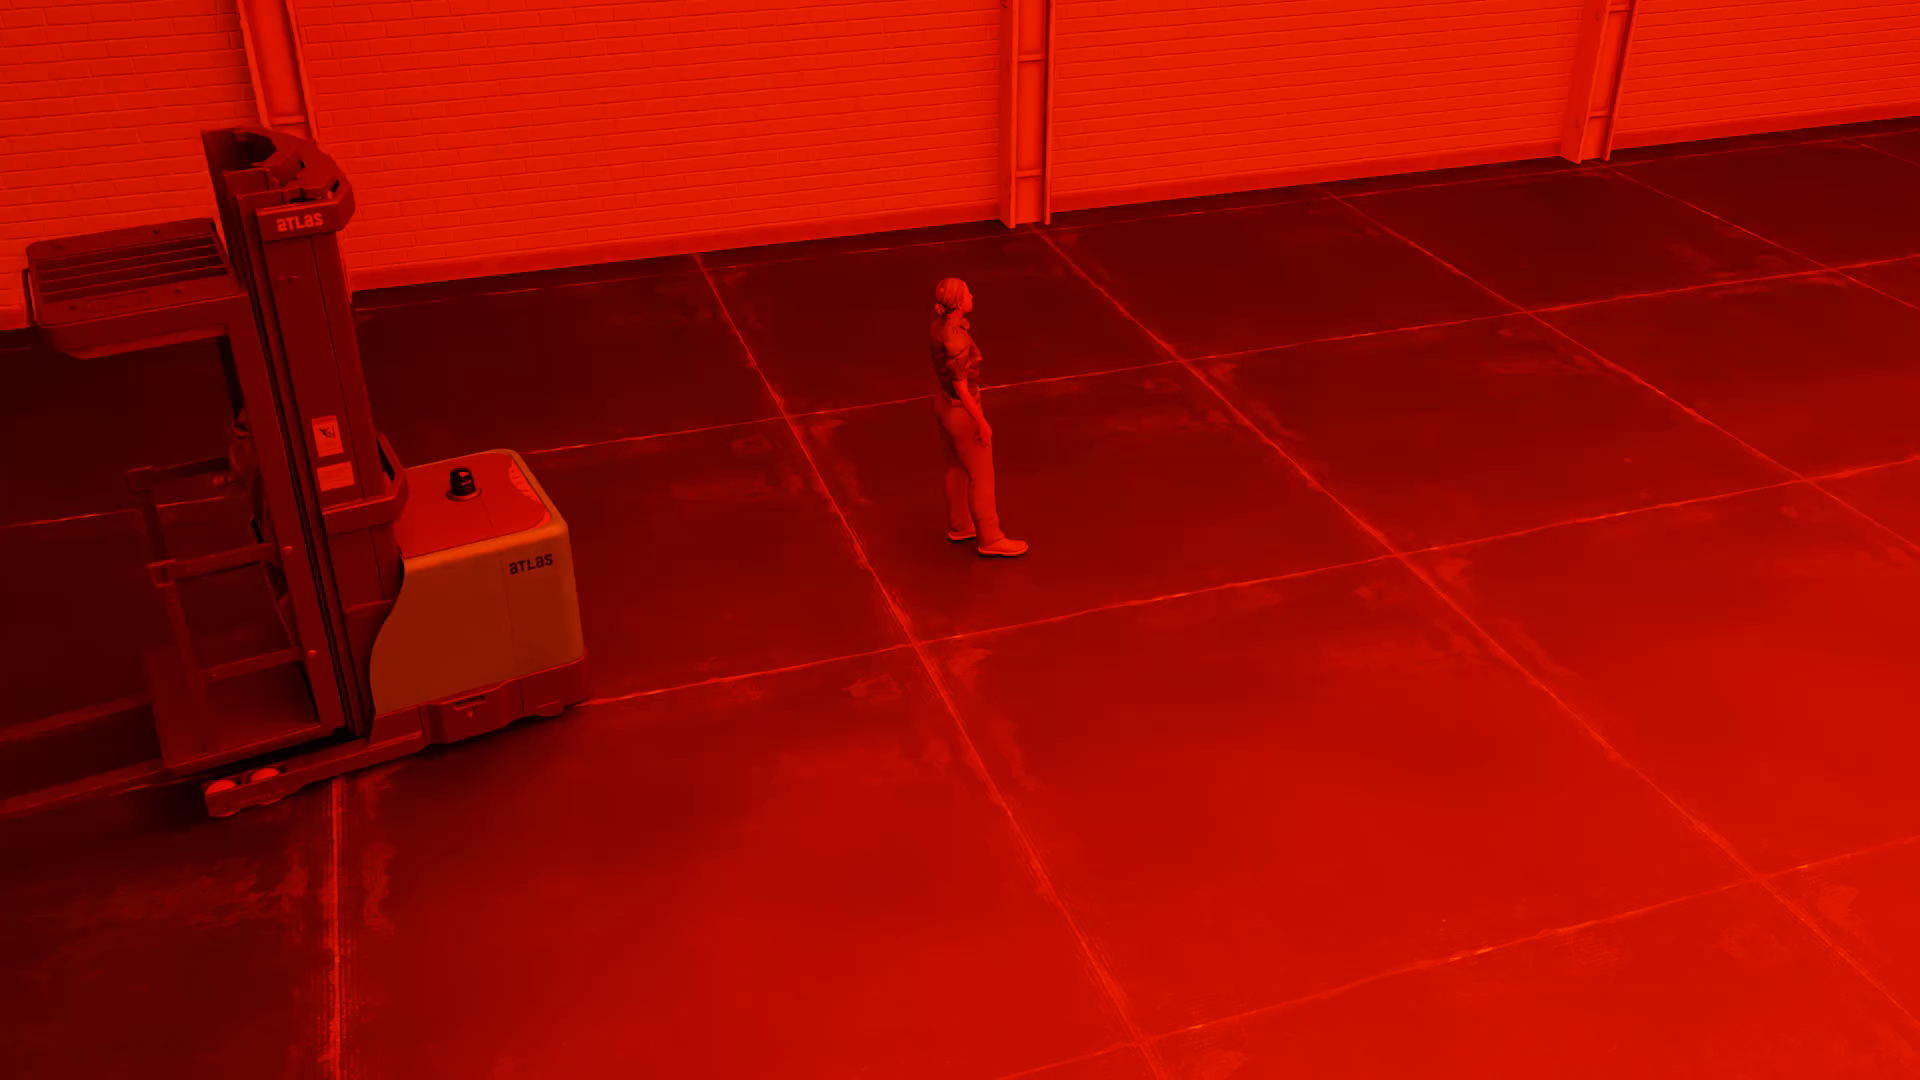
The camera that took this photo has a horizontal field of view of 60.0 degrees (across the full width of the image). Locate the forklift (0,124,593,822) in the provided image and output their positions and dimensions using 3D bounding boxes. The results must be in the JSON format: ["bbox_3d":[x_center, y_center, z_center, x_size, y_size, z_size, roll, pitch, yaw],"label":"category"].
[{"bbox_3d":[-3.430,-0.278,7.570,3.031,2.935,1.130,-15,33,-24],"label":"forklift"}]

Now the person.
[{"bbox_3d":[0.089,-0.728,9.617,0.504,1.654,0.569,-10,31,-16],"label":"person"}]
